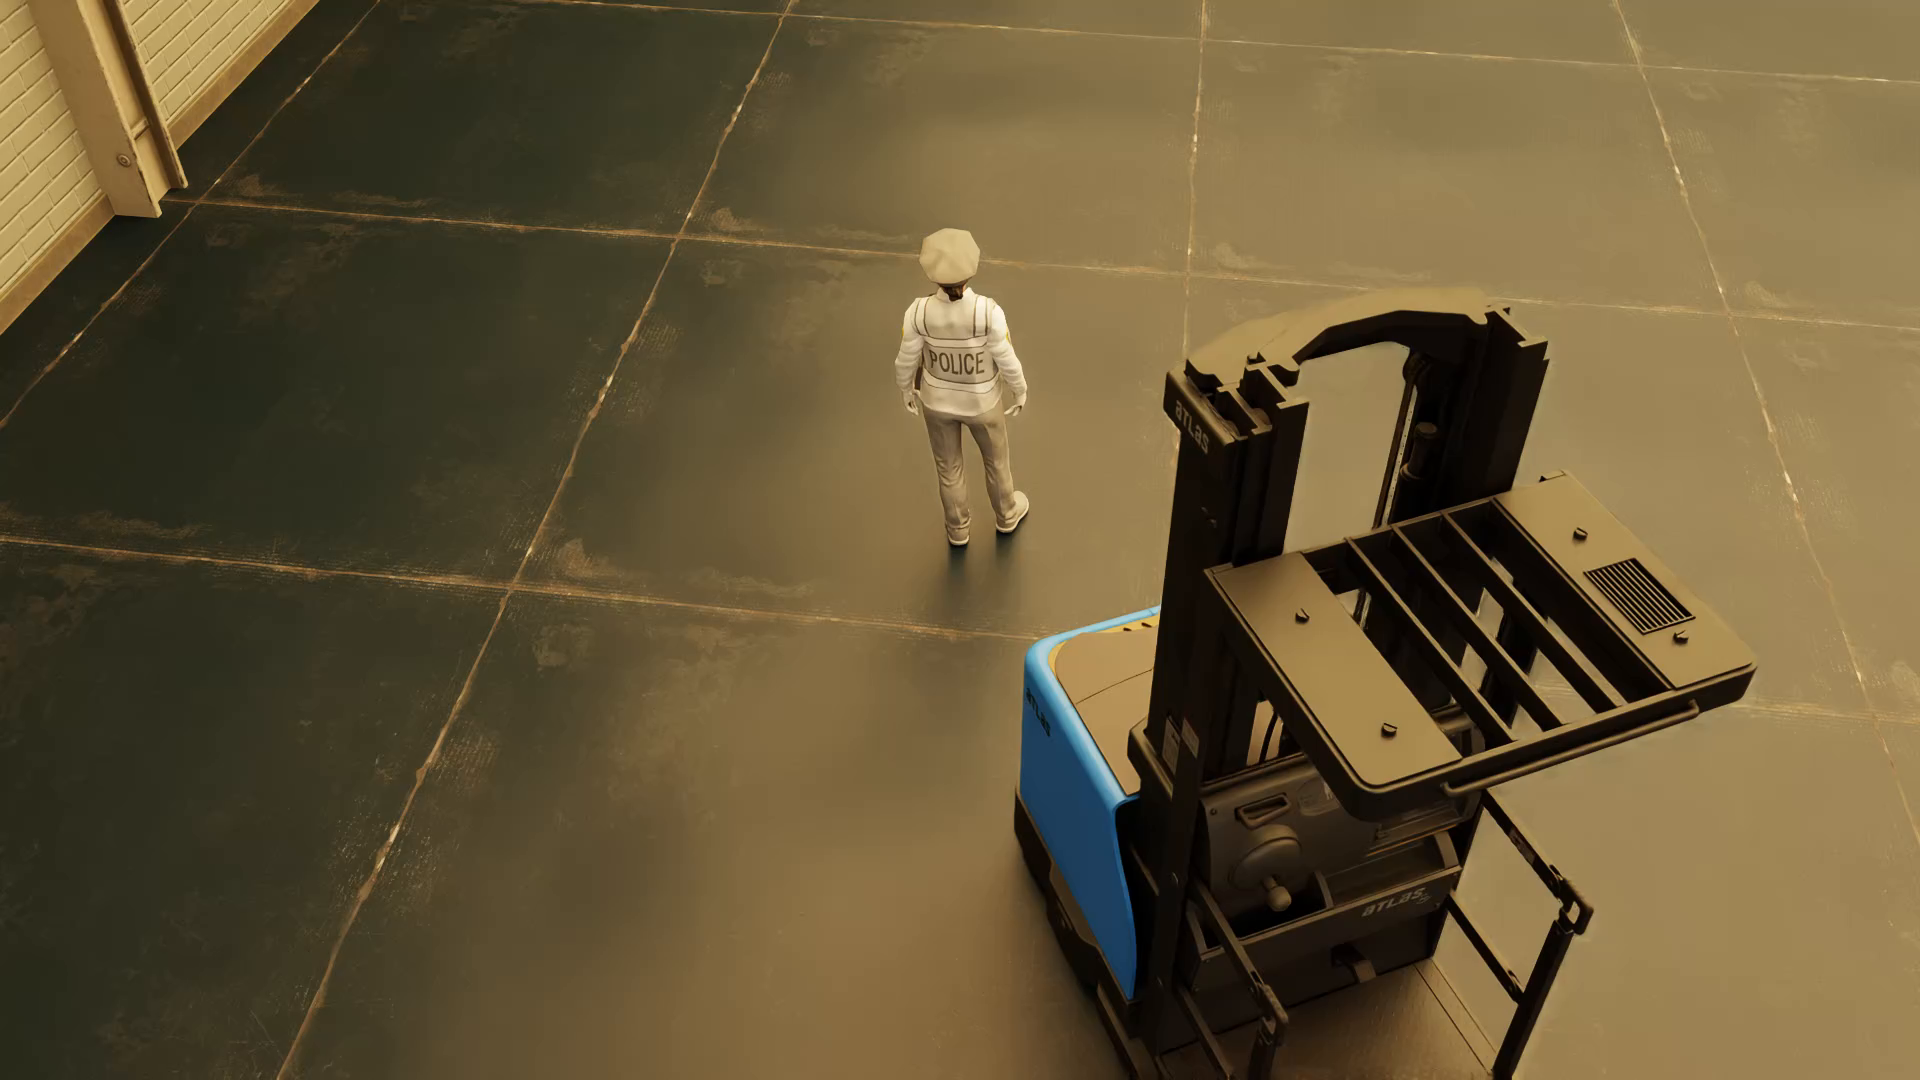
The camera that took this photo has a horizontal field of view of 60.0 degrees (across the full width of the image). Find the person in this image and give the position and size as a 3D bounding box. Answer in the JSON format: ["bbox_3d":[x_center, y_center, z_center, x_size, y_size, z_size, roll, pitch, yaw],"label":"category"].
[{"bbox_3d":[0.016,-0.675,7.362,0.588,1.695,0.531,5,43,6],"label":"person"}]

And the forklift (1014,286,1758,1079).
[{"bbox_3d":[1.219,0.890,4.755,1.130,2.935,3.031,-15,45,-15],"label":"forklift"}]
